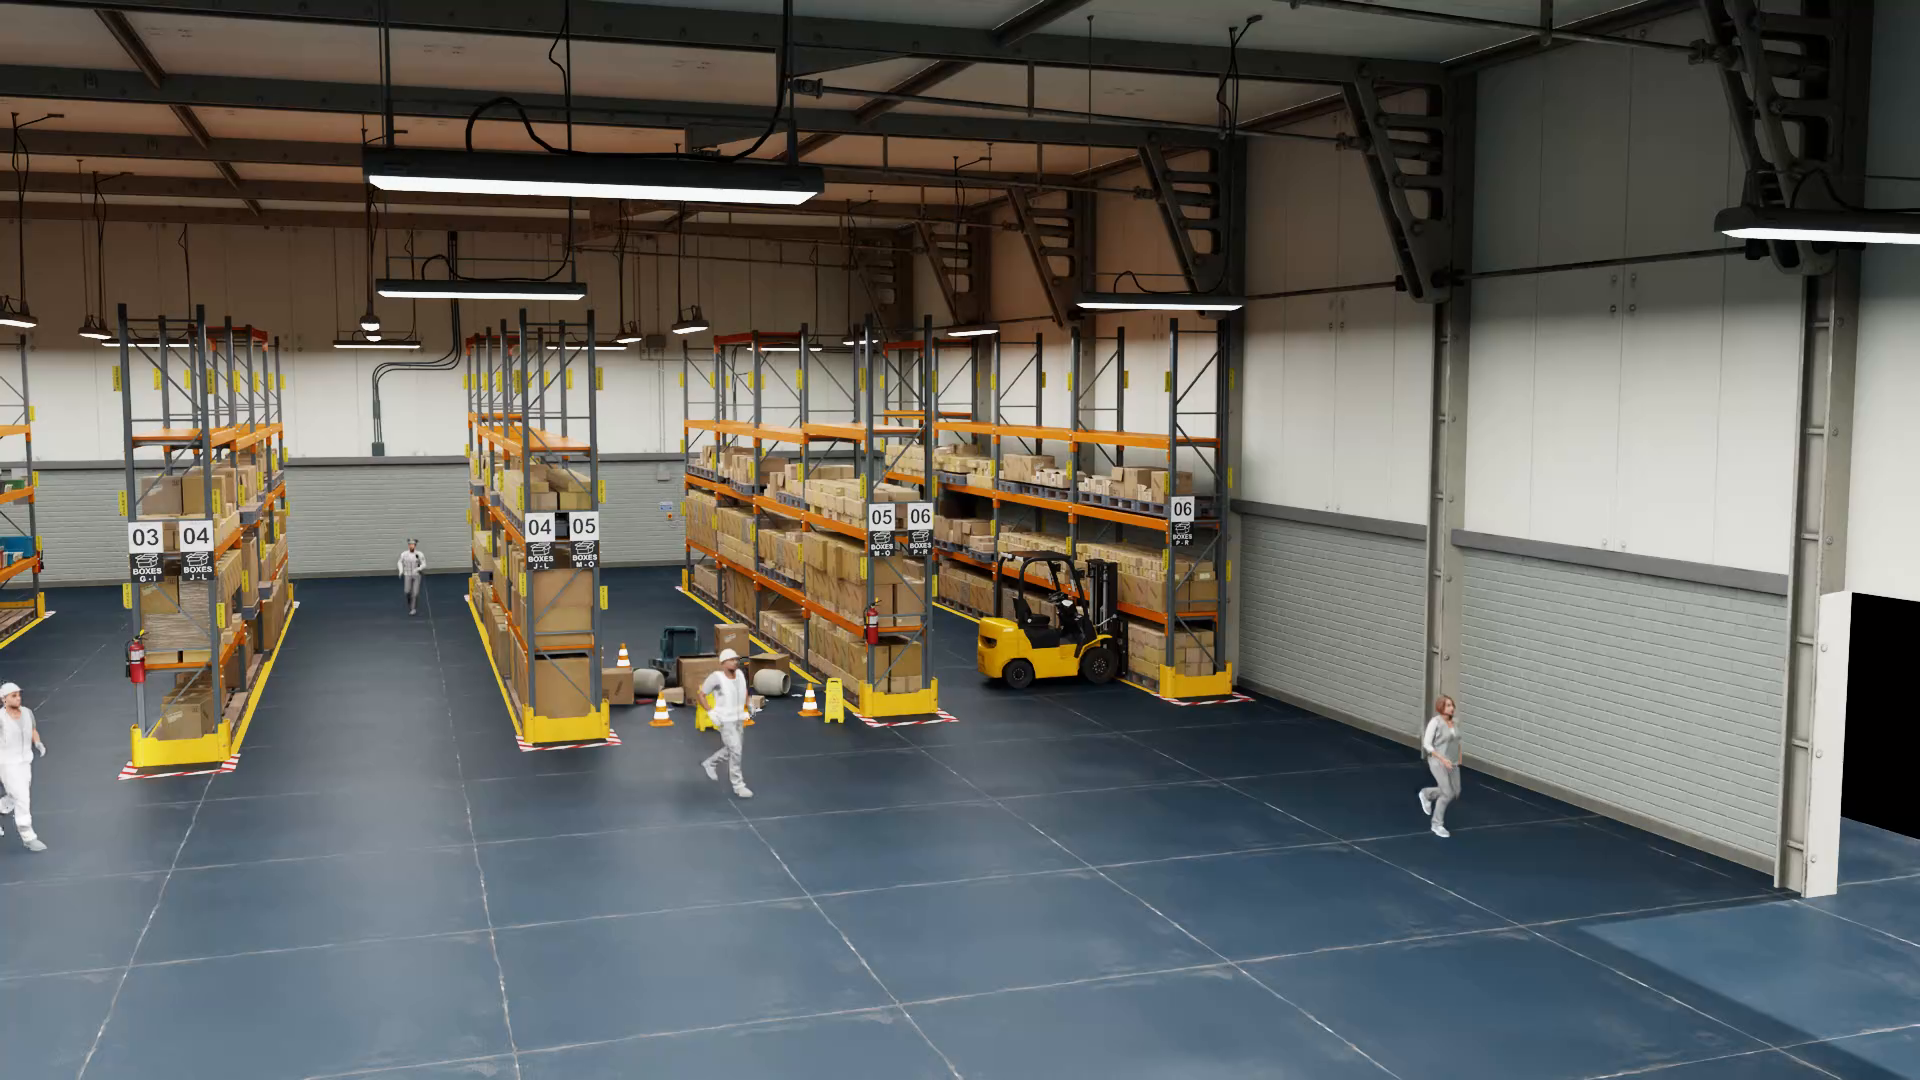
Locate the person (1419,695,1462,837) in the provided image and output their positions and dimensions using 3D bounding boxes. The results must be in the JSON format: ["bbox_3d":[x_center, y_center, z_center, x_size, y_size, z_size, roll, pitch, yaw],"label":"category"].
[{"bbox_3d":[5.337,2.487,18.482,0.554,1.573,0.610,-3,6,-28],"label":"person"}]

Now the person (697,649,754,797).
[{"bbox_3d":[-2.856,2.205,20.323,0.888,1.780,0.692,4,7,34],"label":"person"}]

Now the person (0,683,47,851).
[{"bbox_3d":[-10.233,2.423,17.926,0.924,1.796,0.661,2,6,18],"label":"person"}]

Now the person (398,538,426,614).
[{"bbox_3d":[-11.811,0.782,35.831,0.605,1.657,0.546,-1,6,-13],"label":"person"}]
